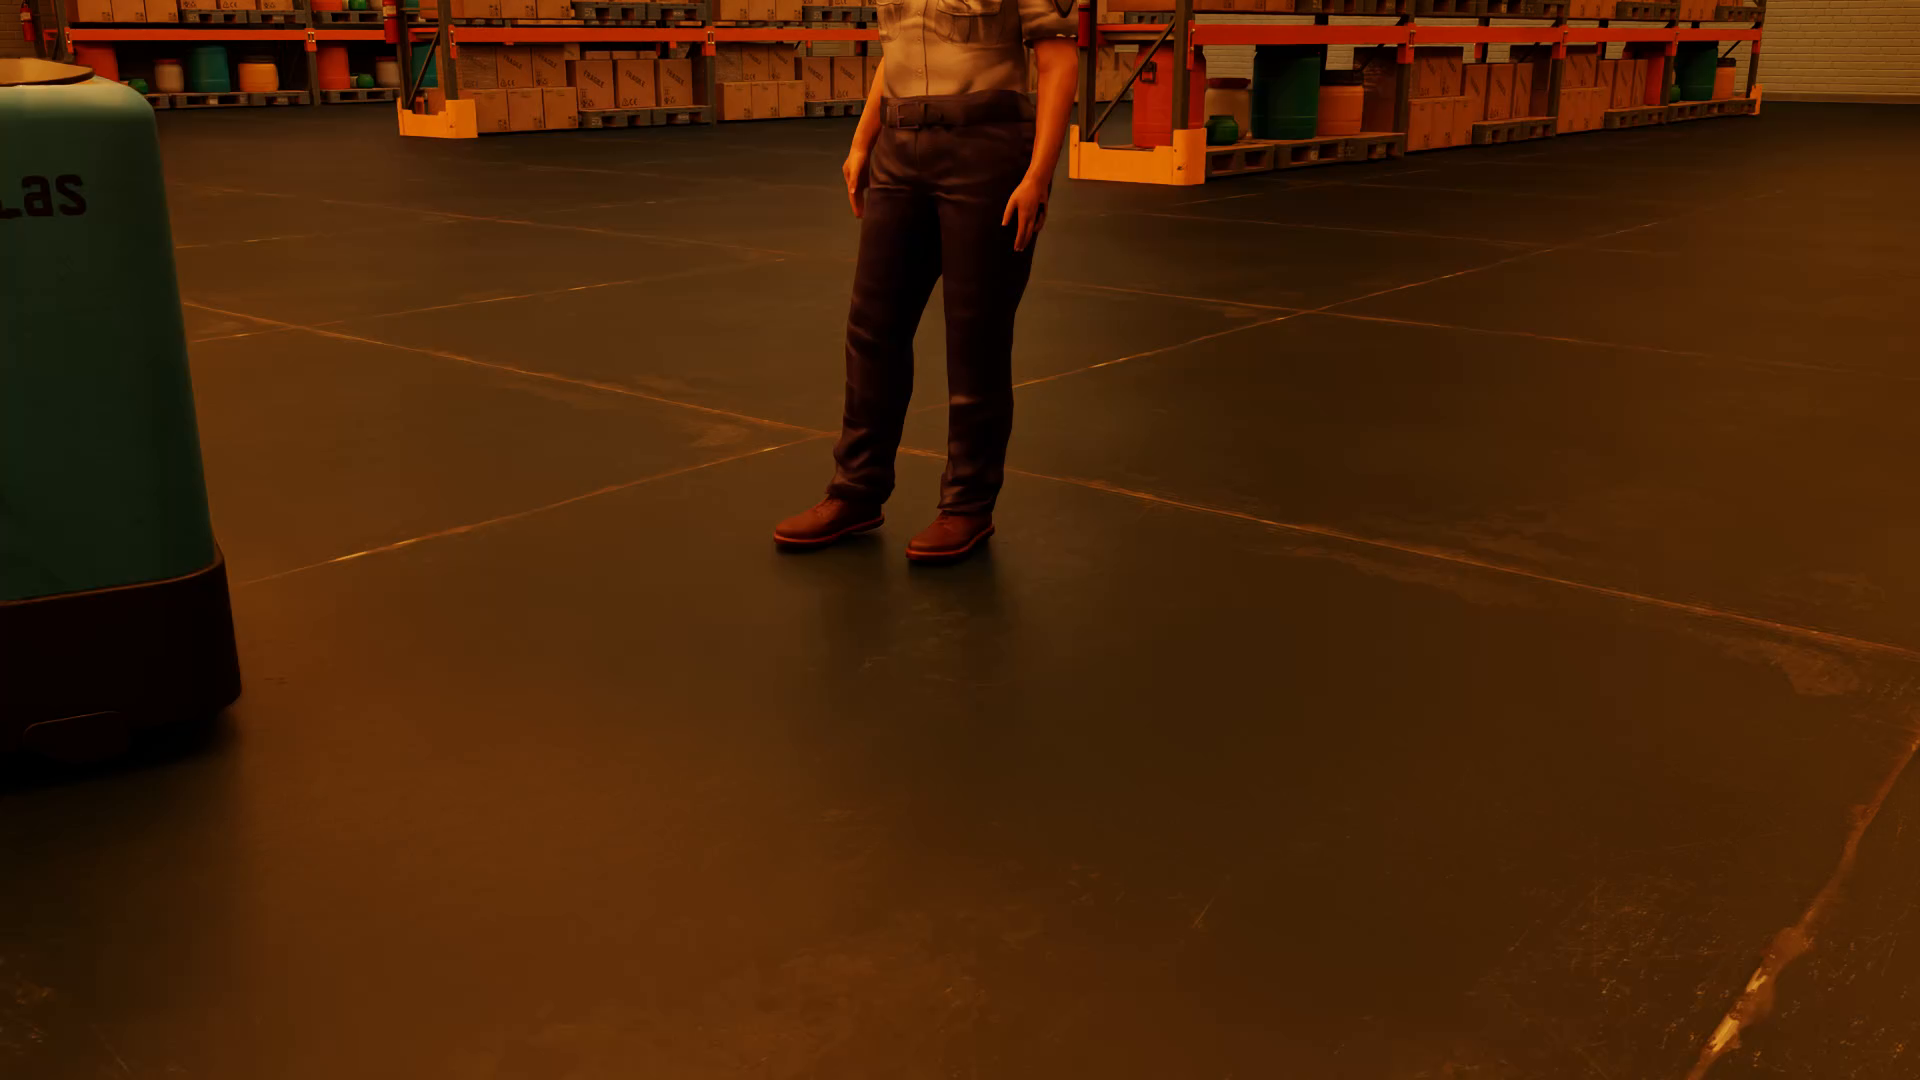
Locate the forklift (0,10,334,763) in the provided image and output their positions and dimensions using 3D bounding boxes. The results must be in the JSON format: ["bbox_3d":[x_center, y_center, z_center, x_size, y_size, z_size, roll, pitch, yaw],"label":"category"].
[{"bbox_3d":[-2.628,-0.989,2.155,3.031,2.935,1.130,-9,19,-28],"label":"forklift"}]

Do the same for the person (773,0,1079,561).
[{"bbox_3d":[-0.074,-0.780,3.648,0.598,1.651,0.504,13,21,37],"label":"person"}]
